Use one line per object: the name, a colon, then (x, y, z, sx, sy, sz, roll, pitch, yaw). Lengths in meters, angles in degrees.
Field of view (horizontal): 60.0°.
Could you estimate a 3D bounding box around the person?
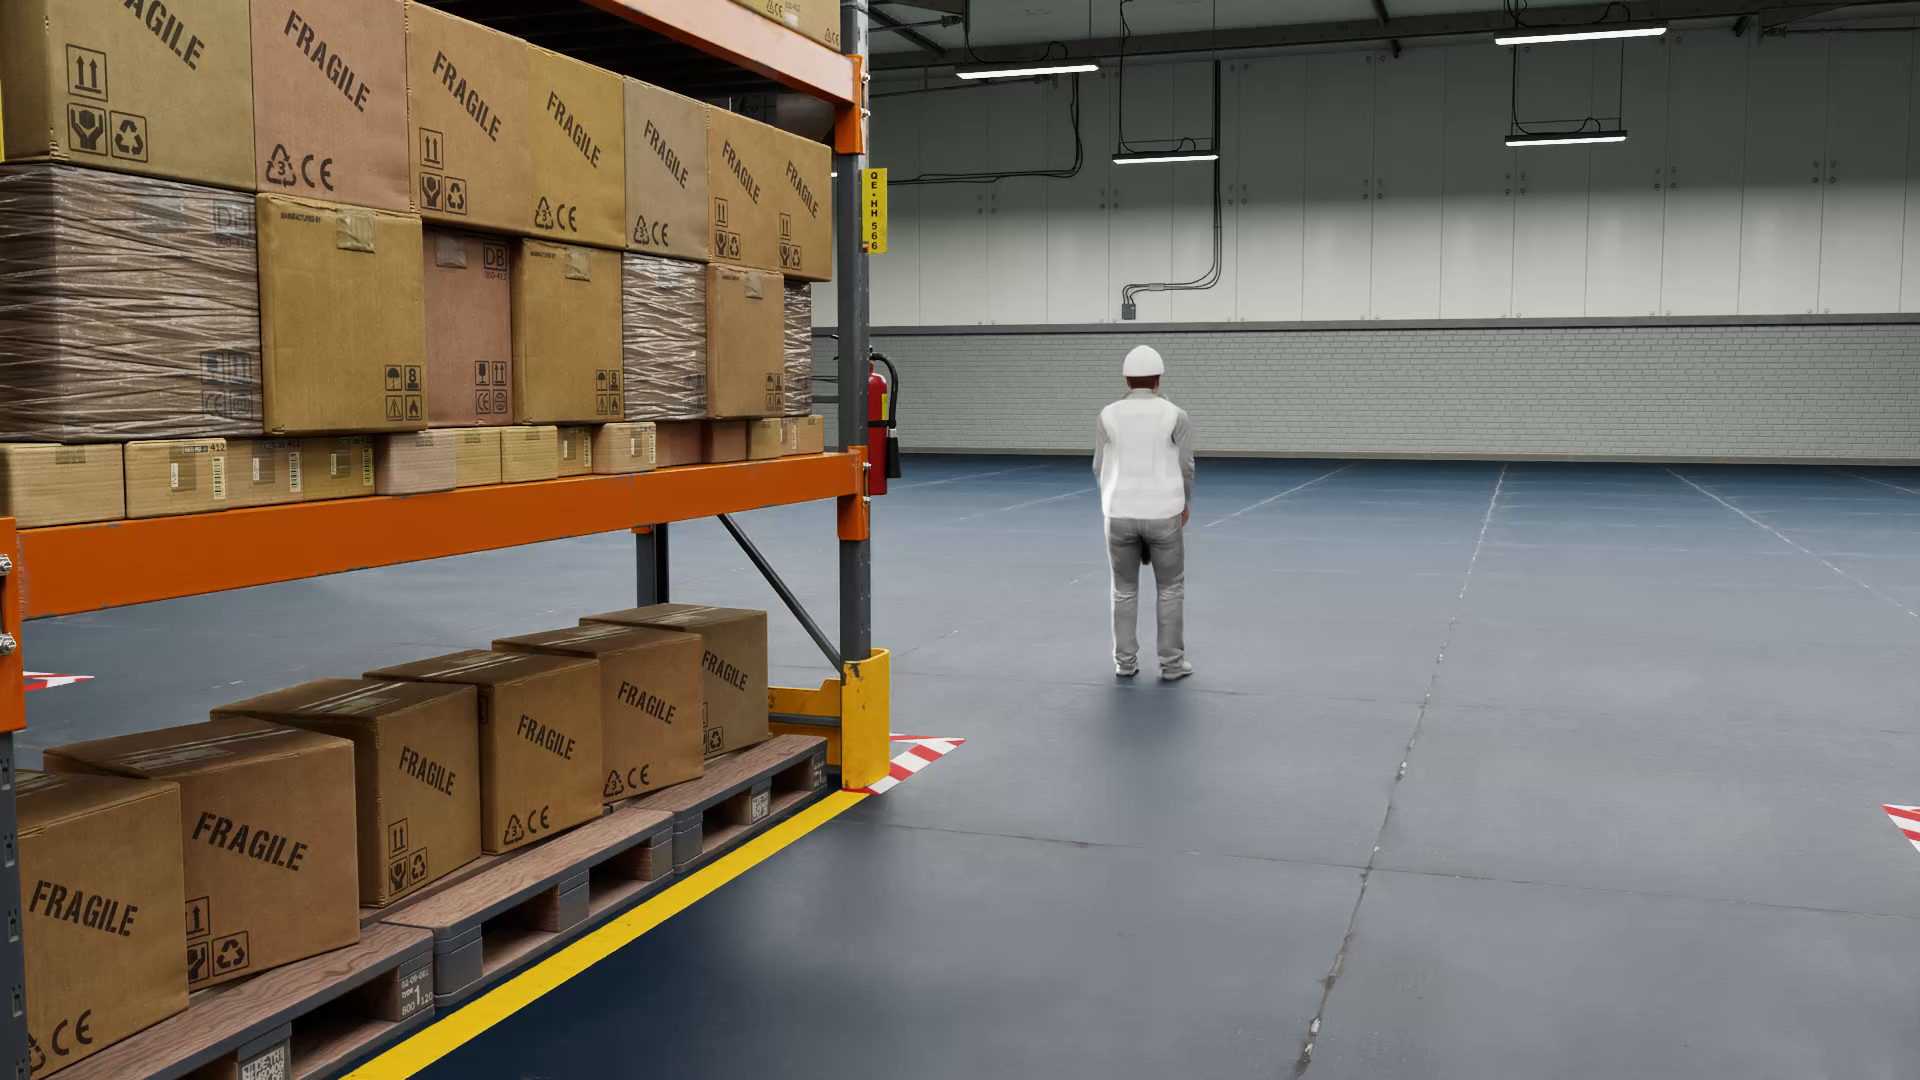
person: (0.991, -0.149, 8.962, 0.551, 1.777, 0.470, 2, 5, 17)
